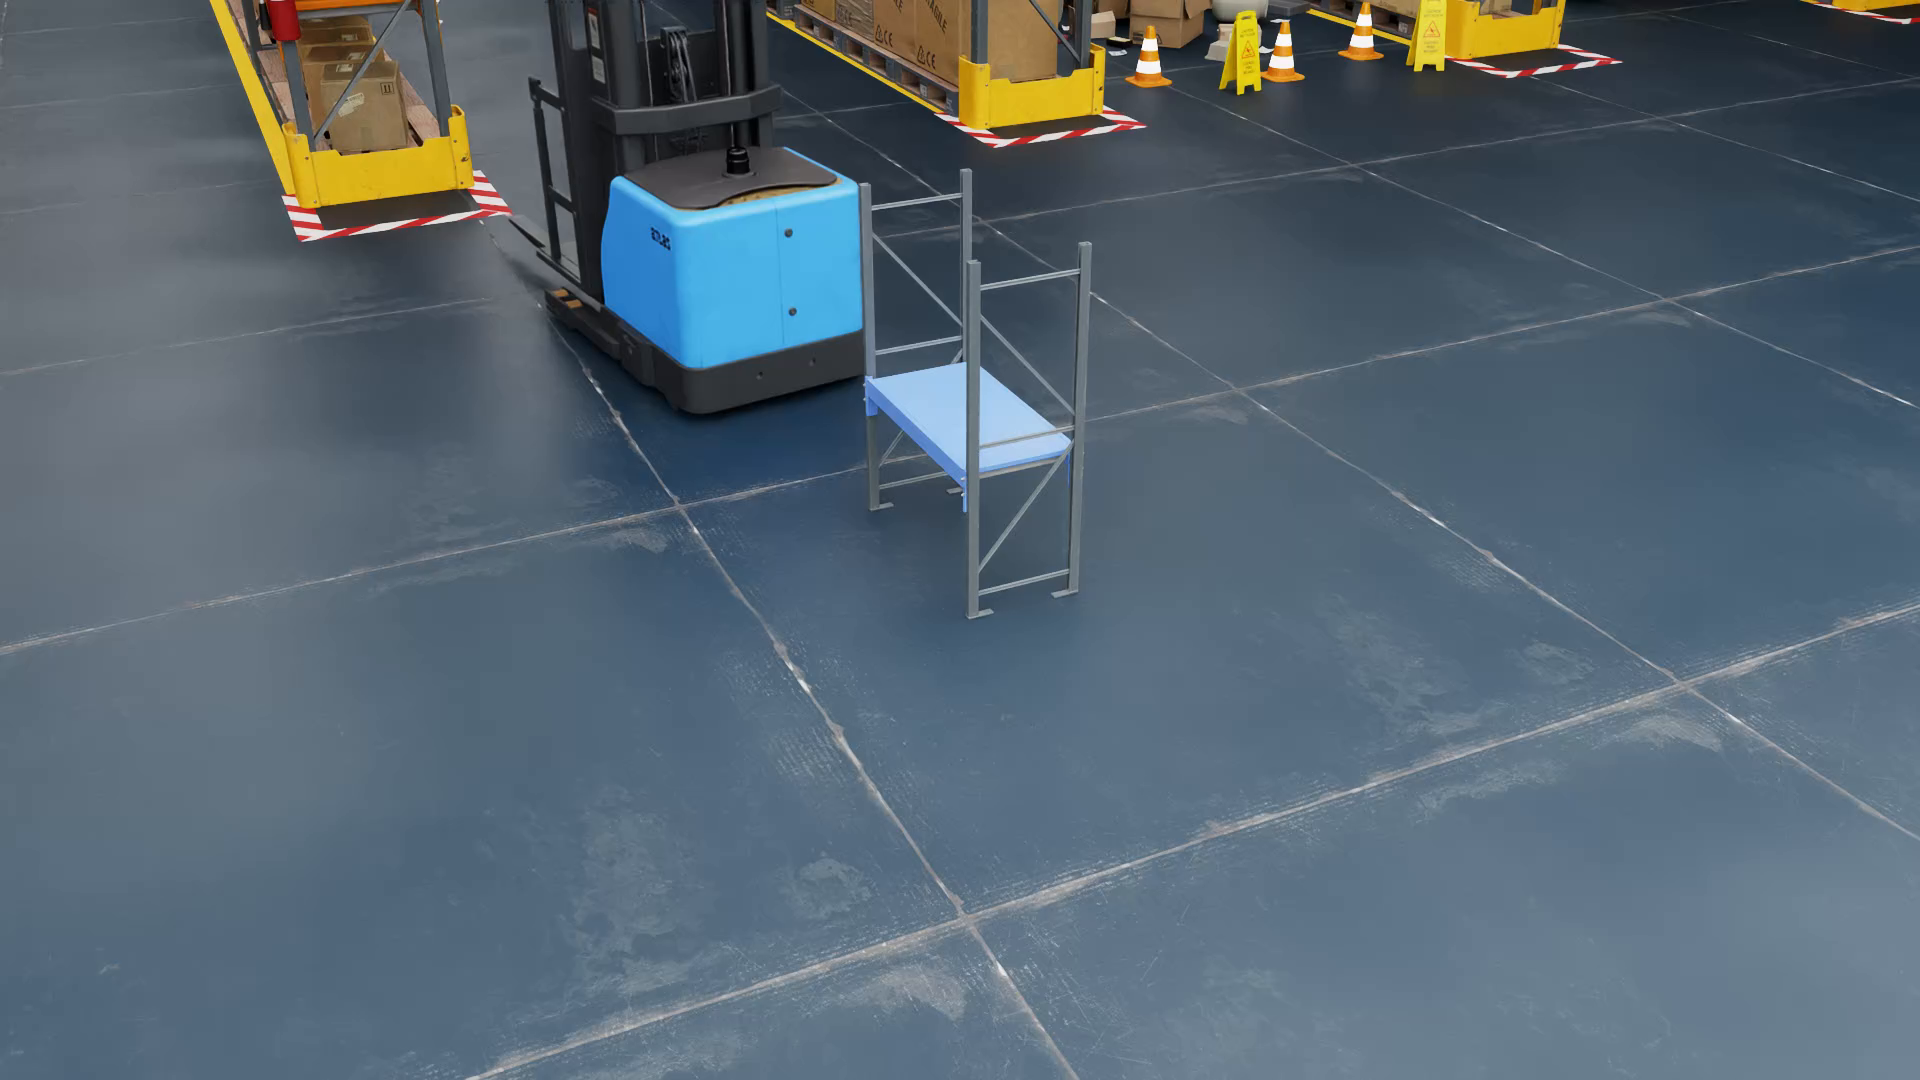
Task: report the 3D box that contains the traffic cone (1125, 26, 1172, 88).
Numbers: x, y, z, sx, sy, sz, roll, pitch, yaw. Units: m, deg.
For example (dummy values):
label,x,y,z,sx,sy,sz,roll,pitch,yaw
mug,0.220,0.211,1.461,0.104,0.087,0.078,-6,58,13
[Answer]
label,x,y,z,sx,sy,sz,roll,pitch,yaw
traffic cone,1.615,-4.129,14.140,0.336,0.463,0.334,-13,32,-22

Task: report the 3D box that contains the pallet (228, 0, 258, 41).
label,x,y,z,sx,sy,sz,roll,pitch,yaw
pallet,-6.543,-5.140,16.200,1.003,0.211,1.213,-13,32,-22

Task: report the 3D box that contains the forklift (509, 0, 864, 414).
label,x,y,z,sx,sy,sz,roll,pitch,yaw
forklift,-1.708,-2.576,8.847,1.130,2.935,3.031,-18,34,-29

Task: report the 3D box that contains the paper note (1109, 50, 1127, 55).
label,x,y,z,sx,sy,sz,roll,pitch,yaw
paper note,1.438,-4.437,15.134,0.144,0.017,0.142,-3,29,-5

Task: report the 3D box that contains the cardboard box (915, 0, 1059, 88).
label,x,y,z,sx,sy,sz,roll,pitch,yaw
cardboard box,0.210,-4.244,13.495,0.875,0.875,0.875,-13,32,-22

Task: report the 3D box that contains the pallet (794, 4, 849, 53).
label,x,y,z,sx,sy,sz,roll,pitch,yaw
pallet,-0.901,-4.901,15.774,1.003,0.211,1.213,-13,32,-22

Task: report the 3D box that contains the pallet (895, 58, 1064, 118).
label,x,y,z,sx,sy,sz,roll,pitch,yaw
pallet,0.146,-3.823,13.852,1.003,0.211,1.213,-13,32,-22

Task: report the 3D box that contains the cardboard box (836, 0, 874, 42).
label,x,y,z,sx,sy,sz,roll,pitch,yaw
cardboard box,-0.560,-5.036,14.907,0.875,0.875,0.875,-13,32,-22

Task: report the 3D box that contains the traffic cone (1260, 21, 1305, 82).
label,x,y,z,sx,sy,sz,roll,pitch,yaw
traffic cone,2.781,-4.216,14.295,0.336,0.463,0.334,-13,32,-22

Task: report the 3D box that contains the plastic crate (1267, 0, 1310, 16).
label,x,y,z,sx,sy,sz,roll,pitch,yaw
plastic crate,3.204,-5.414,16.824,0.583,0.080,0.402,26,38,38

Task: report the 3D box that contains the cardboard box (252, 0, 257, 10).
label,x,y,z,sx,sy,sz,roll,pitch,yaw
cardboard box,-6.352,-5.312,15.761,0.700,0.500,0.500,-16,33,-26

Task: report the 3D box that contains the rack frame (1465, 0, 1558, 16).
label,x,y,z,sx,sy,sz,roll,pitch,yaw
rack frame,4.988,-5.786,14.502,1.000,3.000,0.127,-13,32,-22

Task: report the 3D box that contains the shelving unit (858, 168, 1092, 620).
label,x,y,z,sx,sy,sz,roll,pitch,yaw
shelving unit,0.037,-0.616,6.816,0.538,1.500,1.048,-13,32,-22

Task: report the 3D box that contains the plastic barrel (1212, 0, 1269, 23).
label,x,y,z,sx,sy,sz,roll,pitch,yaw
plastic barrel,2.734,-5.257,16.193,0.512,0.421,0.421,7,30,13

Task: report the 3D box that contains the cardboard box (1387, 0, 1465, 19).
label,x,y,z,sx,sy,sz,roll,pitch,yaw
cardboard box,4.387,-5.081,15.627,0.500,0.250,0.500,-13,32,-22

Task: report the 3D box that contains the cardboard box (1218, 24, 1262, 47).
label,x,y,z,sx,sy,sz,roll,pitch,yaw
cardboard box,2.601,-4.697,15.475,0.380,0.149,0.250,2,29,4

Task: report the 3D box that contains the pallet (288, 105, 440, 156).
label,x,y,z,sx,sy,sz,roll,pitch,yaw
pallet,-4.312,-2.889,12.187,1.003,0.211,1.213,-13,32,-22

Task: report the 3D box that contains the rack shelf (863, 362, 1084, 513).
label,x,y,z,sx,sy,sz,roll,pitch,yaw
rack shelf,0.037,-0.460,6.904,0.538,0.185,1.000,-13,32,-22

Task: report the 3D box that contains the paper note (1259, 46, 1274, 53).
label,x,y,z,sx,sy,sz,roll,pitch,yaw
paper note,2.784,-4.491,15.228,0.142,0.019,0.148,26,38,38

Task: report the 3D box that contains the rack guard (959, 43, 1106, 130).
label,x,y,z,sx,sy,sz,roll,pitch,yaw
rack guard,0.571,-3.601,13.162,1.175,0.500,0.348,-13,32,-22

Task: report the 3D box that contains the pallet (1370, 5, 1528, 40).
label,x,y,z,sx,sy,sz,roll,pitch,yaw
pallet,4.638,-4.970,15.897,1.003,0.211,1.213,-13,32,-22

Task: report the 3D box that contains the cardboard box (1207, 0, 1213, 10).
label,x,y,z,sx,sy,sz,roll,pitch,yaw
cardboard box,2.502,-5.705,16.910,0.500,0.500,0.500,7,30,13

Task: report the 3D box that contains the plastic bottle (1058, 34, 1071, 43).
label,x,y,z,sx,sy,sz,roll,pitch,yaw
plastic bottle,0.901,-4.691,15.553,0.133,0.061,0.283,26,38,38

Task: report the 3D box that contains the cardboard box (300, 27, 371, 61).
label,x,y,z,sx,sy,sz,roll,pitch,yaw
cardboard box,-4.755,-3.615,12.757,0.500,0.500,0.500,-10,31,-17

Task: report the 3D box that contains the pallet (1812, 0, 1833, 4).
label,x,y,z,sx,sy,sz,roll,pitch,yaw
pallet,9.103,-5.943,17.633,1.003,0.211,1.213,-13,32,-22

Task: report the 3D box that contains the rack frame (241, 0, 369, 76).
label,x,y,z,sx,sy,sz,roll,pitch,yaw
rack frame,-5.680,-5.473,13.942,1.000,3.000,0.127,-13,32,-22

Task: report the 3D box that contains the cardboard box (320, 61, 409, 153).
label,x,y,z,sx,sy,sz,roll,pitch,yaw
cardboard box,-4.216,-3.078,11.798,0.500,0.500,0.500,-7,30,-13

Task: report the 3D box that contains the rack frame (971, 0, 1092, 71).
label,x,y,z,sx,sy,sz,roll,pitch,yaw
rack frame,0.560,-4.702,12.569,1.000,3.000,0.127,-13,32,-22

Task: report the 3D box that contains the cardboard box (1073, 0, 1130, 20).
label,x,y,z,sx,sy,sz,roll,pitch,yaw
cardboard box,1.538,-5.412,16.249,0.797,0.637,0.503,-13,32,-22

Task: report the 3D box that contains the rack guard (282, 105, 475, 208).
label,x,y,z,sx,sy,sz,roll,pitch,yaw
rack guard,-3.995,-2.649,11.463,1.175,0.500,0.348,-13,32,-22

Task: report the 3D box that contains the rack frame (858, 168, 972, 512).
label,x,y,z,sx,sy,sz,roll,pitch,yaw
rack frame,-0.182,-0.841,7.216,0.500,1.500,0.032,-13,32,-22

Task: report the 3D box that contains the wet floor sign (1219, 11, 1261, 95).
label,x,y,z,sx,sy,sz,roll,pitch,yaw
wet floor sign,2.361,-4.078,13.864,0.267,0.644,0.232,-19,35,-30

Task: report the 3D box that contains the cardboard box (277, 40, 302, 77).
label,x,y,z,sx,sy,sz,roll,pitch,yaw
cardboard box,-5.292,-4.129,13.673,0.500,0.500,0.500,-3,29,-6

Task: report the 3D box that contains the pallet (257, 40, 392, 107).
label,x,y,z,sx,sy,sz,roll,pitch,yaw
pallet,-5.360,-3.967,14.109,1.003,0.211,1.213,-13,32,-22
